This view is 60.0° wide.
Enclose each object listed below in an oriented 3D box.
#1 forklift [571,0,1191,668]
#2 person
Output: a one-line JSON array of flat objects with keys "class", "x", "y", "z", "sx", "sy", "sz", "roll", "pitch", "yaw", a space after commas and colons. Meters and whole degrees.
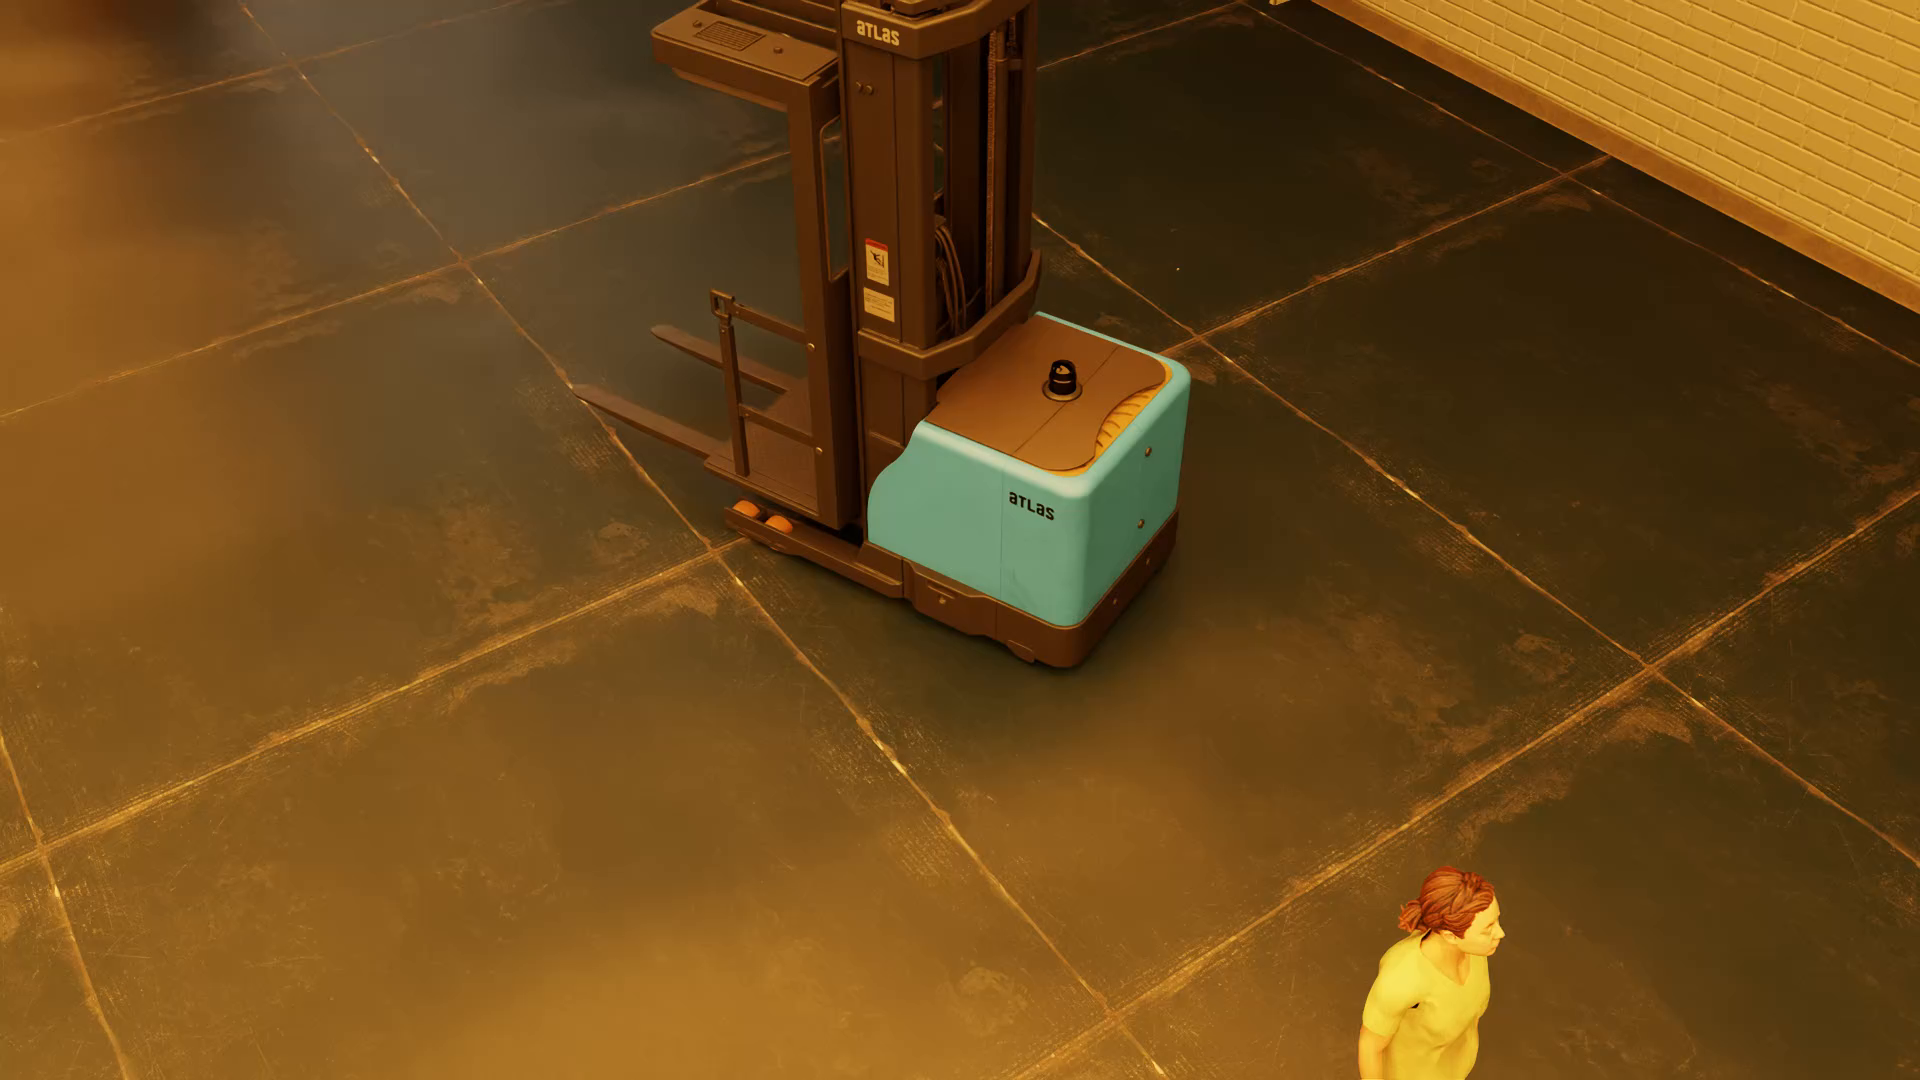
[{"class": "forklift", "x": -0.511, "y": -1.302, "z": 7.129, "sx": 3.031, "sy": 2.935, "sz": 1.130, "roll": 24, "pitch": 48, "yaw": 24}, {"class": "person", "x": 1.404, "y": 1.602, "z": 4.893, "sx": 0.555, "sy": 1.676, "sz": 0.550, "roll": -34, "pitch": 52, "yaw": -31}]
